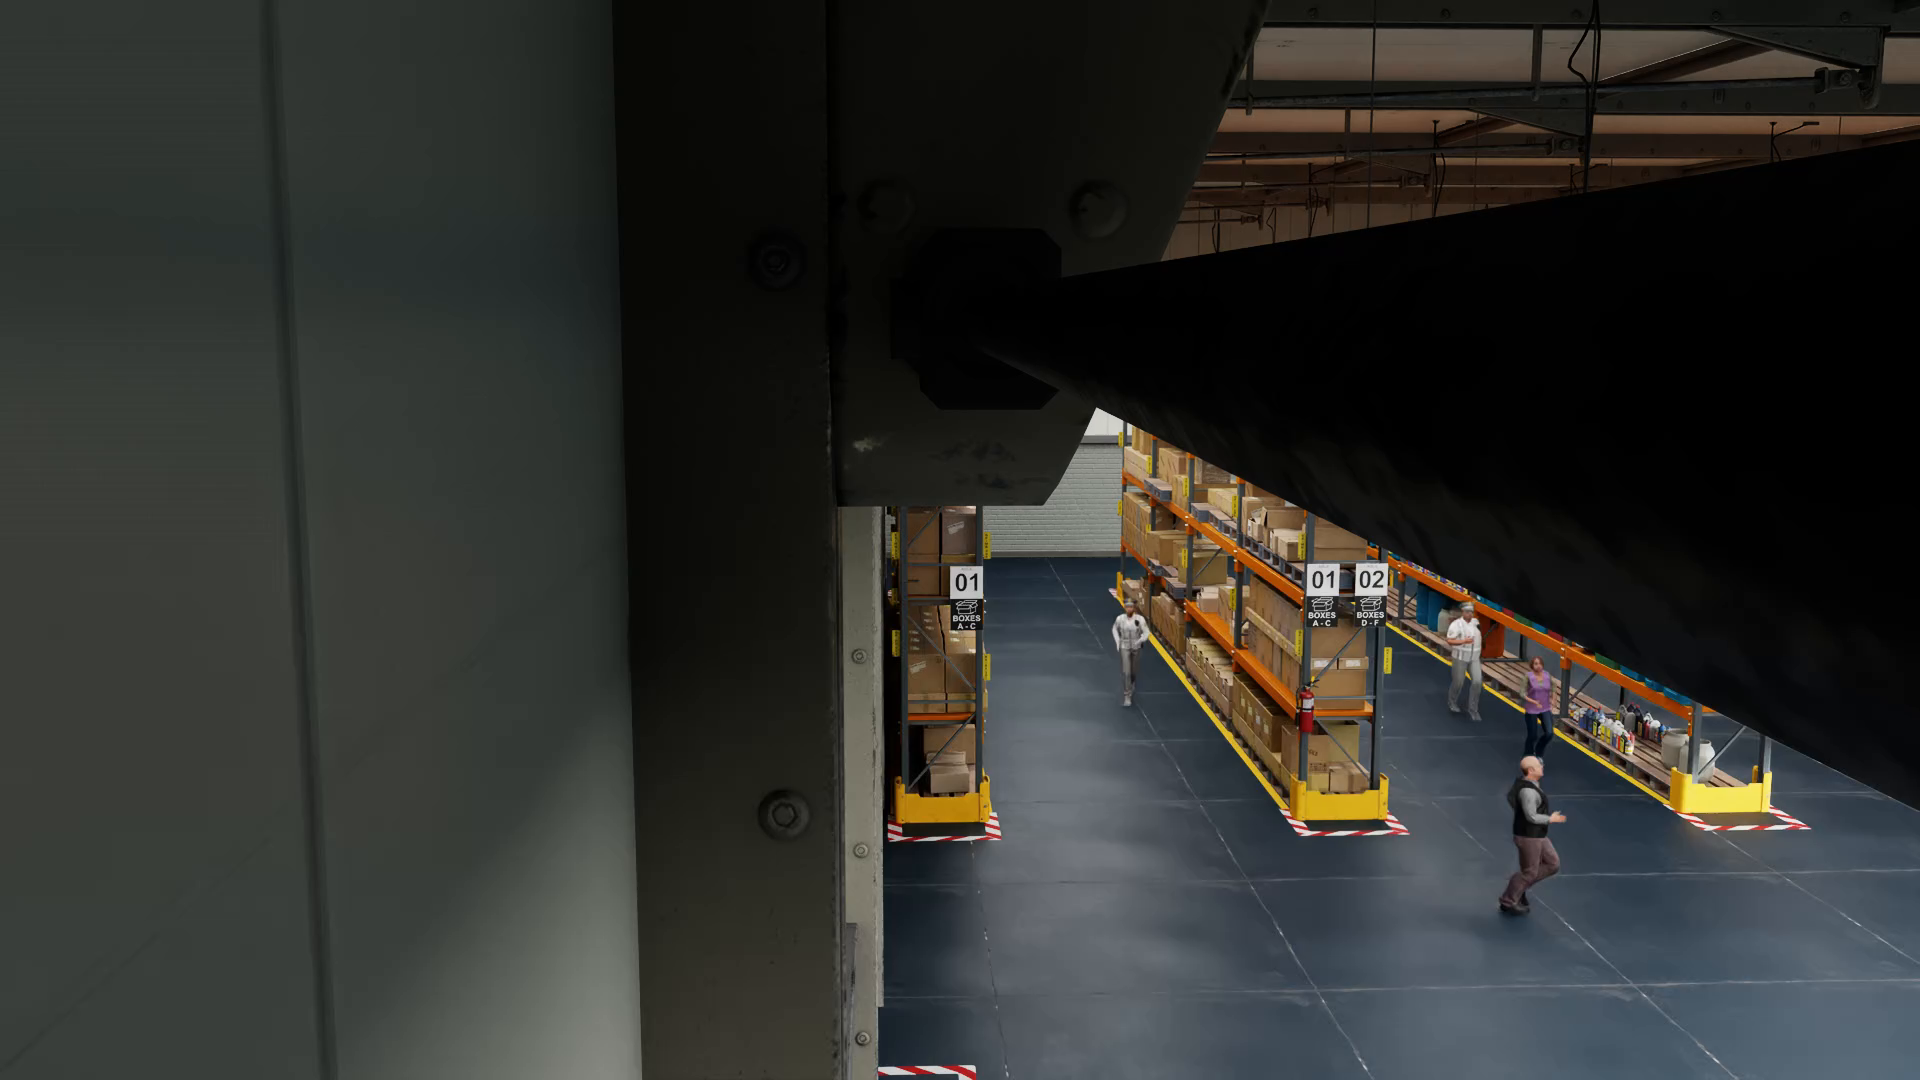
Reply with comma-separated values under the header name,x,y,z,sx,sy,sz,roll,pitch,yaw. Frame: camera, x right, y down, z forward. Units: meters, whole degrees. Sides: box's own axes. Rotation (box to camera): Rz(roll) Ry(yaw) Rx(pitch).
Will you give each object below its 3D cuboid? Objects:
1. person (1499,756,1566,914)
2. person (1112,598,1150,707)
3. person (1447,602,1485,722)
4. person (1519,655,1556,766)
name,x,y,z,sx,sy,sz,roll,pitch,yaw
person,5.966,3.068,17.297,0.624,1.681,0.631,3,9,19
person,2.737,1.749,26.619,0.608,1.705,0.812,1,8,5
person,7.812,1.856,25.668,0.642,1.835,0.737,-1,8,-7
person,7.930,2.357,22.803,0.546,1.564,0.635,0,8,2
